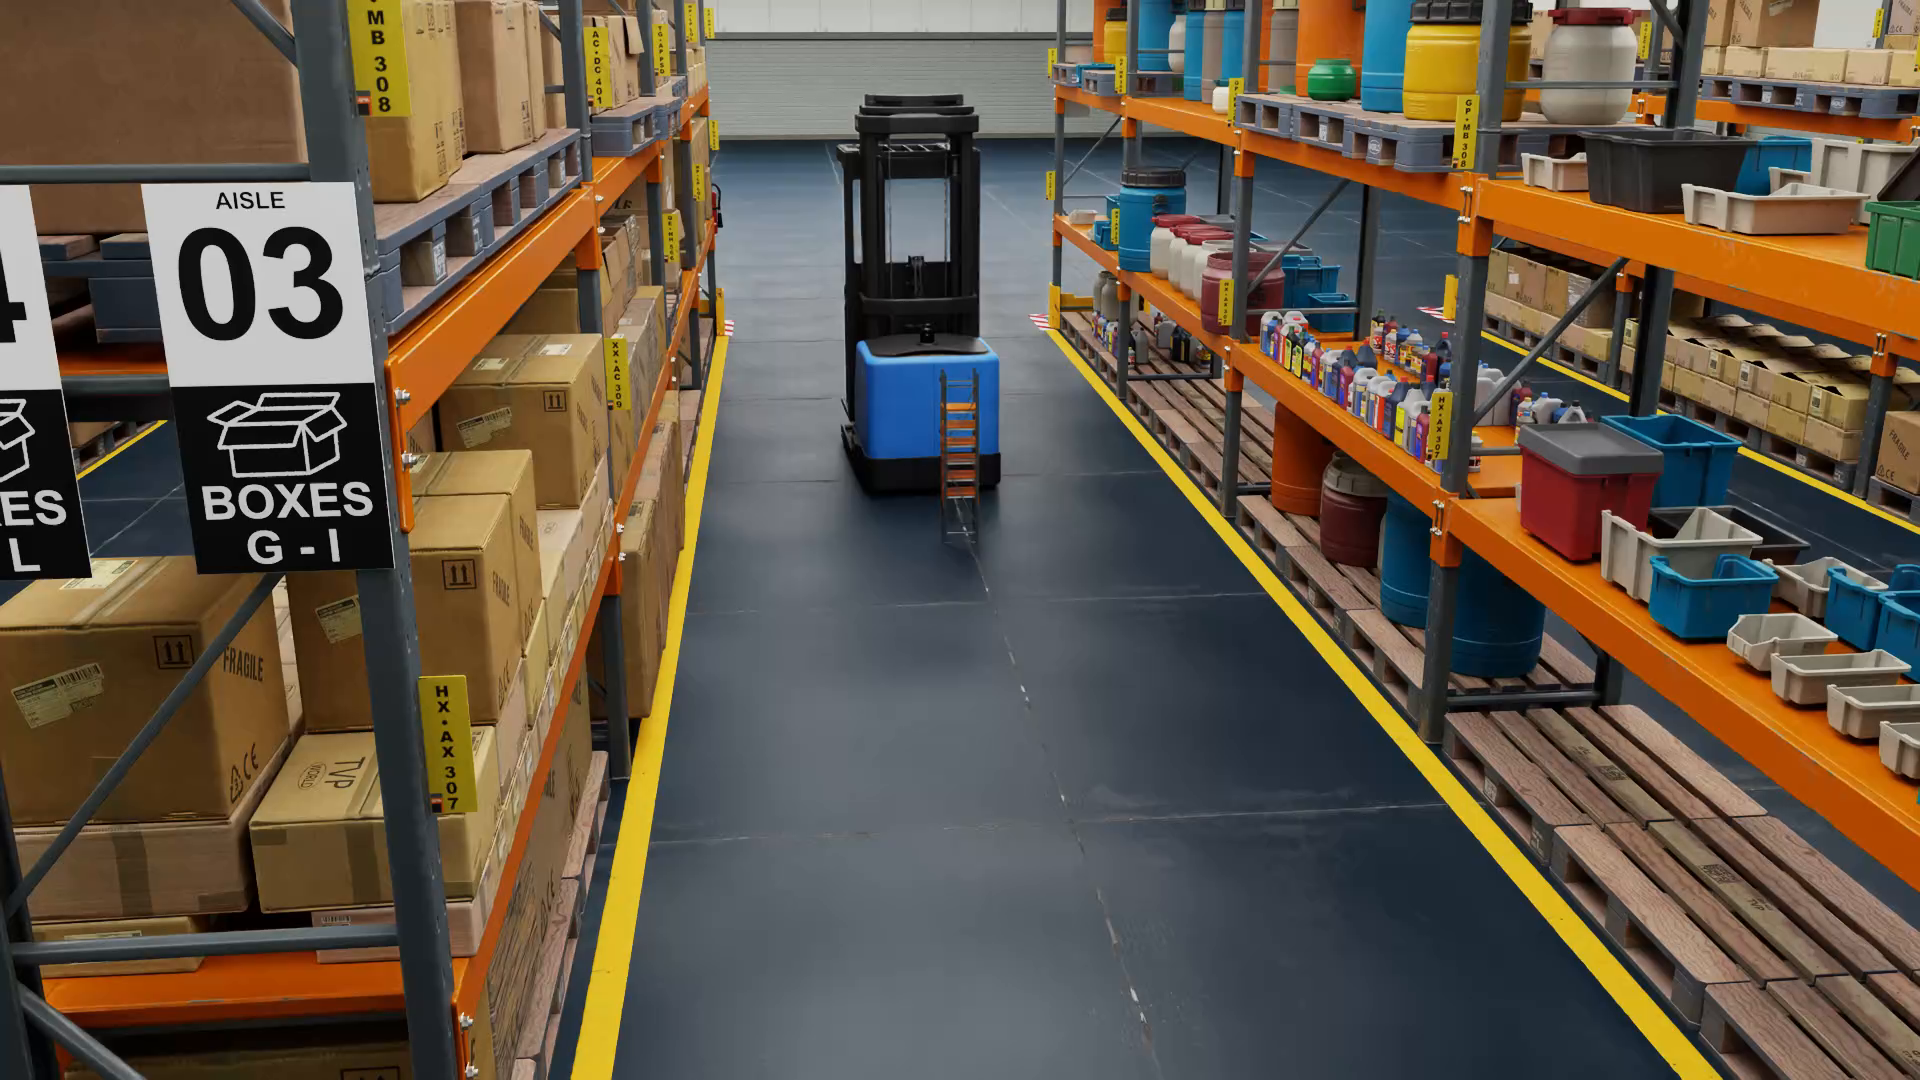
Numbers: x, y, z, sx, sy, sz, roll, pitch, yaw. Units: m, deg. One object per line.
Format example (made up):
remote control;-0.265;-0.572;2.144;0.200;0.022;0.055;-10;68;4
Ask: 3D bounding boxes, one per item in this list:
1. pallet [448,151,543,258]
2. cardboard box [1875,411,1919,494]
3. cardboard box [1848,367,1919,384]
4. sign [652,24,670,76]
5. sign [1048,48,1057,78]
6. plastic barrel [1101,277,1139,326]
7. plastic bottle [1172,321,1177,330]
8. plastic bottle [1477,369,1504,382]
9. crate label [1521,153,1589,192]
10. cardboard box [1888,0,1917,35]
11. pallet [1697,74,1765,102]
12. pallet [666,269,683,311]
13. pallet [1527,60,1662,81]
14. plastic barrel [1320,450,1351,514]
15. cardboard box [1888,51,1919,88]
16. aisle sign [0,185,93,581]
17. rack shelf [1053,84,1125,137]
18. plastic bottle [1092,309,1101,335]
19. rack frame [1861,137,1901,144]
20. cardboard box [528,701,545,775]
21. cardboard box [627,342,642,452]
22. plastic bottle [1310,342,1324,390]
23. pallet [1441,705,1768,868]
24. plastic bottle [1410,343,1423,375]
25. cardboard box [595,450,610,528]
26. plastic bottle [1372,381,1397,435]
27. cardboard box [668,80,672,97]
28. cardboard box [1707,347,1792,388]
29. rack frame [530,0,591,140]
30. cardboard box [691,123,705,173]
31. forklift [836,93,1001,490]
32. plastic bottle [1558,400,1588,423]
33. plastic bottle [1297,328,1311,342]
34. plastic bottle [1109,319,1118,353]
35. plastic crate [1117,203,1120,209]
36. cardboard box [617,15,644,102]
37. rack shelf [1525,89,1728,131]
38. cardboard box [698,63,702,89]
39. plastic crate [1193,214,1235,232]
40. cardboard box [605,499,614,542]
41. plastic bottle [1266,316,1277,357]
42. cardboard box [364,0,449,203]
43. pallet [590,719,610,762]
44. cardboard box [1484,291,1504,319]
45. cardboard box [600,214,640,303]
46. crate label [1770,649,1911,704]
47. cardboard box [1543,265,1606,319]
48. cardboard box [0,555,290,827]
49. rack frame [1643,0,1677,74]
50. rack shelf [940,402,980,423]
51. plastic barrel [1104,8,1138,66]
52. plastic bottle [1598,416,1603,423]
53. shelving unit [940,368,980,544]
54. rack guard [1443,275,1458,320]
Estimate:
pallet;-1.893;-1.057;5.175;1.003;0.211;1.213;-2;18;-6
cardboard box;7.115;-0.644;12.159;0.500;0.500;0.500;-1;17;-3
cardboard box;7.528;-1.249;13.599;0.500;0.311;0.500;-2;18;-7
sign;-1.949;-3.196;10.848;0.100;0.325;0.005;-2;18;-6
sign;1.052;-5.422;18.918;0.100;0.325;0.005;-2;18;-6
plastic barrel;1.795;-2.673;18.636;0.421;0.512;0.421;0;17;0
plastic bottle;2.278;-2.193;17.343;0.144;0.351;0.185;-2;18;-6
plastic bottle;3.049;-0.863;9.625;0.152;0.276;0.135;-2;18;-6
crate label;2.600;-1.578;7.128;0.293;0.136;0.466;-2;18;-6
cardboard box;11.252;-6.152;19.387;0.500;0.500;0.500;-3;18;-10
pallet;7.043;-4.040;14.850;0.805;0.209;1.217;-2;18;-8
pallet;-2.747;-1.963;13.243;1.003;0.211;1.213;-2;18;-6
pallet;6.703;-4.968;17.633;1.003;0.211;1.213;-2;18;-6
plastic barrel;2.639;-0.322;11.147;0.421;0.512;0.421;0;17;0
cardboard box;7.249;-3.465;12.246;0.500;0.250;0.500;-3;18;-10
aisle sign;-1.968;-0.292;3.260;0.394;0.787;0.004;-2;18;-6
rack shelf;1.806;-4.495;17.179;1.077;0.370;4.000;-2;18;-6
plastic bottle;1.477;-2.361;18.010;0.097;0.271;0.097;0;17;0
rack frame;11.454;-4.309;20.394;1.000;3.000;0.127;-2;18;-6
cardboard box;-1.493;0.615;5.130;0.380;0.149;0.250;-2;18;-7
cardboard box;-1.992;-0.766;8.942;0.500;0.500;0.500;-2;18;-7
plastic bottle;2.222;-1.079;10.301;0.061;0.283;0.133;-2;18;-6
pallet;2.952;1.121;7.755;1.003;0.211;1.213;-2;18;-6
plastic bottle;2.959;-1.168;10.723;0.097;0.201;0.097;0;17;0
cardboard box;-1.783;-0.221;7.128;0.500;0.250;0.500;-2;18;-7
plastic bottle;2.385;-0.735;9.217;0.152;0.276;0.135;-2;18;-6
cardboard box;-2.412;-3.279;12.358;0.500;0.250;0.500;-1;17;-4
cardboard box;6.894;-1.530;14.496;0.500;0.311;0.500;-1;17;-4
rack frame;-2.089;-3.137;6.645;1.000;3.000;0.127;-2;18;-6
cardboard box;-2.918;-4.062;17.276;0.500;0.500;0.500;-2;18;-6
forklift;-0.421;-2.181;13.732;1.130;2.935;3.031;-3;18;-8
plastic bottle;3.119;-0.531;8.443;0.144;0.351;0.185;-2;18;-6
plastic bottle;2.241;-1.248;10.858;0.097;0.271;0.097;0;17;0
plastic bottle;1.606;-2.093;17.025;0.144;0.351;0.185;-2;18;-6
plastic crate;2.010;-3.598;18.379;0.499;0.251;0.408;-2;18;-6
cardboard box;-2.367;-2.967;10.240;0.797;0.503;0.637;-1;17;-2
rack shelf;6.733;-4.647;17.663;1.077;0.370;4.000;-2;18;-6
cardboard box;-2.926;-4.772;17.111;0.500;0.250;0.500;-1;17;-4
plastic crate;2.366;-2.707;15.184;0.402;0.464;0.583;-2;18;-6
cardboard box;-1.732;-0.074;7.324;0.380;0.149;0.250;-2;18;-5
plastic bottle;2.133;-1.384;11.291;0.097;0.271;0.097;0;17;0
cardboard box;-1.722;-1.134;4.239;0.700;0.500;0.500;-2;18;-8
pallet;-2.244;0.828;8.686;1.003;0.211;1.213;-2;18;-6
cardboard box;6.416;-2.728;19.247;0.500;0.250;0.500;-2;18;-6
cardboard box;-2.443;-1.774;10.479;0.797;0.503;0.637;-1;17;-4
crate label;2.917;0.455;5.560;0.396;0.136;0.243;-2;18;-6
cardboard box;6.579;-2.639;17.712;0.500;0.500;0.500;-2;18;-6
cardboard box;-1.988;0.352;4.050;0.500;0.500;0.500;-2;17;-5
rack frame;6.939;-5.825;15.208;1.000;3.000;0.127;-2;18;-6
rack shelf;-0.002;-0.878;11.417;0.258;0.103;0.180;-2;18;-6
plastic barrel;1.844;-5.388;17.809;0.600;0.588;0.600;0;17;0
plastic bottle;3.224;-0.494;8.438;0.061;0.283;0.133;-2;18;-6
shelving unit;-0.002;-0.577;11.511;0.258;1.200;0.189;-2;18;-6
rack guard;6.524;-2.969;20.300;1.175;0.500;0.348;-2;18;-6
